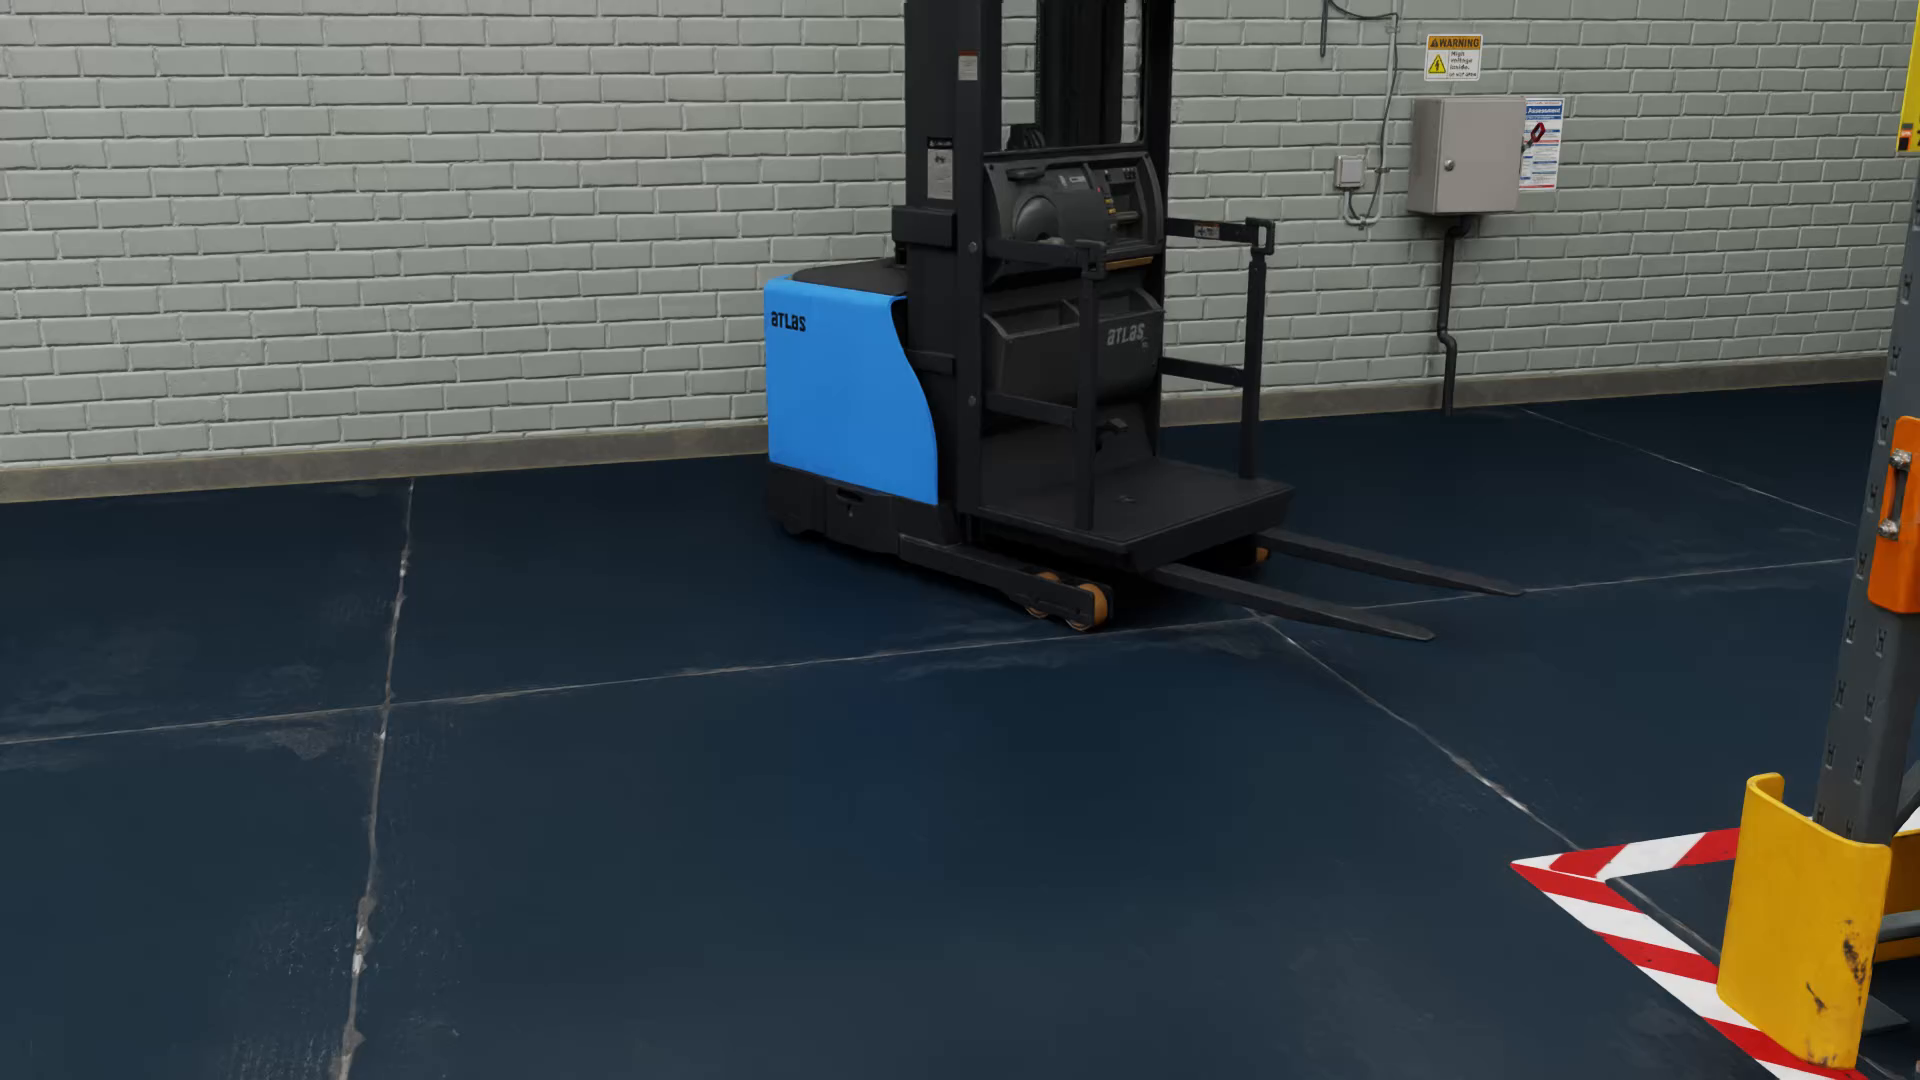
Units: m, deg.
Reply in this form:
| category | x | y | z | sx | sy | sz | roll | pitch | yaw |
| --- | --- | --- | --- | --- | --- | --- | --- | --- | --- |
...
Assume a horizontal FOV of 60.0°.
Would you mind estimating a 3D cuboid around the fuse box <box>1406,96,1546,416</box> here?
| category | x | y | z | sx | sy | sz | roll | pitch | yaw |
| --- | --- | --- | --- | --- | --- | --- | --- | --- | --- |
| fuse box | 2.745 | -1.510 | 9.005 | 0.539 | 1.711 | 0.414 | -5 | 17 | -15 |

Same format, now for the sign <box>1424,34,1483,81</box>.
| category | x | y | z | sx | sy | sz | roll | pitch | yaw |
| --- | --- | --- | --- | --- | --- | --- | --- | --- | --- |
| sign | 2.635 | -2.576 | 8.877 | 0.339 | 0.242 | 0.001 | -5 | 17 | -15 |

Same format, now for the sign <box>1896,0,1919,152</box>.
| category | x | y | z | sx | sy | sz | roll | pitch | yaw |
| --- | --- | --- | --- | --- | --- | --- | --- | --- | --- |
| sign | 1.722 | -0.854 | 2.938 | 0.100 | 0.325 | 0.005 | -5 | 17 | -15 |

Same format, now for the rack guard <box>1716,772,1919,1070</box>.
| category | x | y | z | sx | sy | sz | roll | pitch | yaw |
| --- | --- | --- | --- | --- | --- | --- | --- | --- | --- |
| rack guard | 2.250 | 0.747 | 3.597 | 1.175 | 0.500 | 0.348 | -5 | 17 | -15 |

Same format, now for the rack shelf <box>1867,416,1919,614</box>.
| category | x | y | z | sx | sy | sz | roll | pitch | yaw |
| --- | --- | --- | --- | --- | --- | --- | --- | --- | --- |
| rack shelf | 2.807 | 0.454 | 1.477 | 1.077 | 0.370 | 4.000 | -5 | 17 | -15 |

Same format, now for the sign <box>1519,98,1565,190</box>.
| category | x | y | z | sx | sy | sz | roll | pitch | yaw |
| --- | --- | --- | --- | --- | --- | --- | --- | --- | --- |
| sign | 3.163 | -2.178 | 9.154 | 0.329 | 0.494 | 0.001 | -5 | 17 | -15 |

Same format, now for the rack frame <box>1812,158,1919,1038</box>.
| category | x | y | z | sx | sy | sz | roll | pitch | yaw |
| --- | --- | --- | --- | --- | --- | --- | --- | --- | --- |
| rack frame | 2.257 | -0.444 | 3.215 | 1.000 | 3.000 | 0.127 | -5 | 17 | -15 |

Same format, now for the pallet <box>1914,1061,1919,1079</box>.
| category | x | y | z | sx | sy | sz | roll | pitch | yaw |
| --- | --- | --- | --- | --- | --- | --- | --- | --- | --- |
| pallet | 2.552 | 1.107 | 2.900 | 1.003 | 0.211 | 1.213 | -5 | 17 | -15 |

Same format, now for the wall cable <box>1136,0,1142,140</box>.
| category | x | y | z | sx | sy | sz | roll | pitch | yaw |
| --- | --- | --- | --- | --- | --- | --- | --- | --- | --- |
| wall cable | 0.685 | -2.503 | 8.251 | 0.585 | 1.953 | 0.123 | -5 | 17 | -15 |

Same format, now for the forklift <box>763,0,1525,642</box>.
| category | x | y | z | sx | sy | sz | roll | pitch | yaw |
| --- | --- | --- | --- | --- | --- | --- | --- | --- | --- |
| forklift | 0.588 | -1.251 | 6.022 | 3.031 | 2.935 | 1.130 | 16 | 23 | 42 |

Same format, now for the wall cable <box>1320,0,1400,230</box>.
| category | x | y | z | sx | sy | sz | roll | pitch | yaw |
| --- | --- | --- | --- | --- | --- | --- | --- | --- | --- |
| wall cable | 2.045 | -2.603 | 8.639 | 0.588 | 1.984 | 0.122 | -5 | 17 | -15 |
